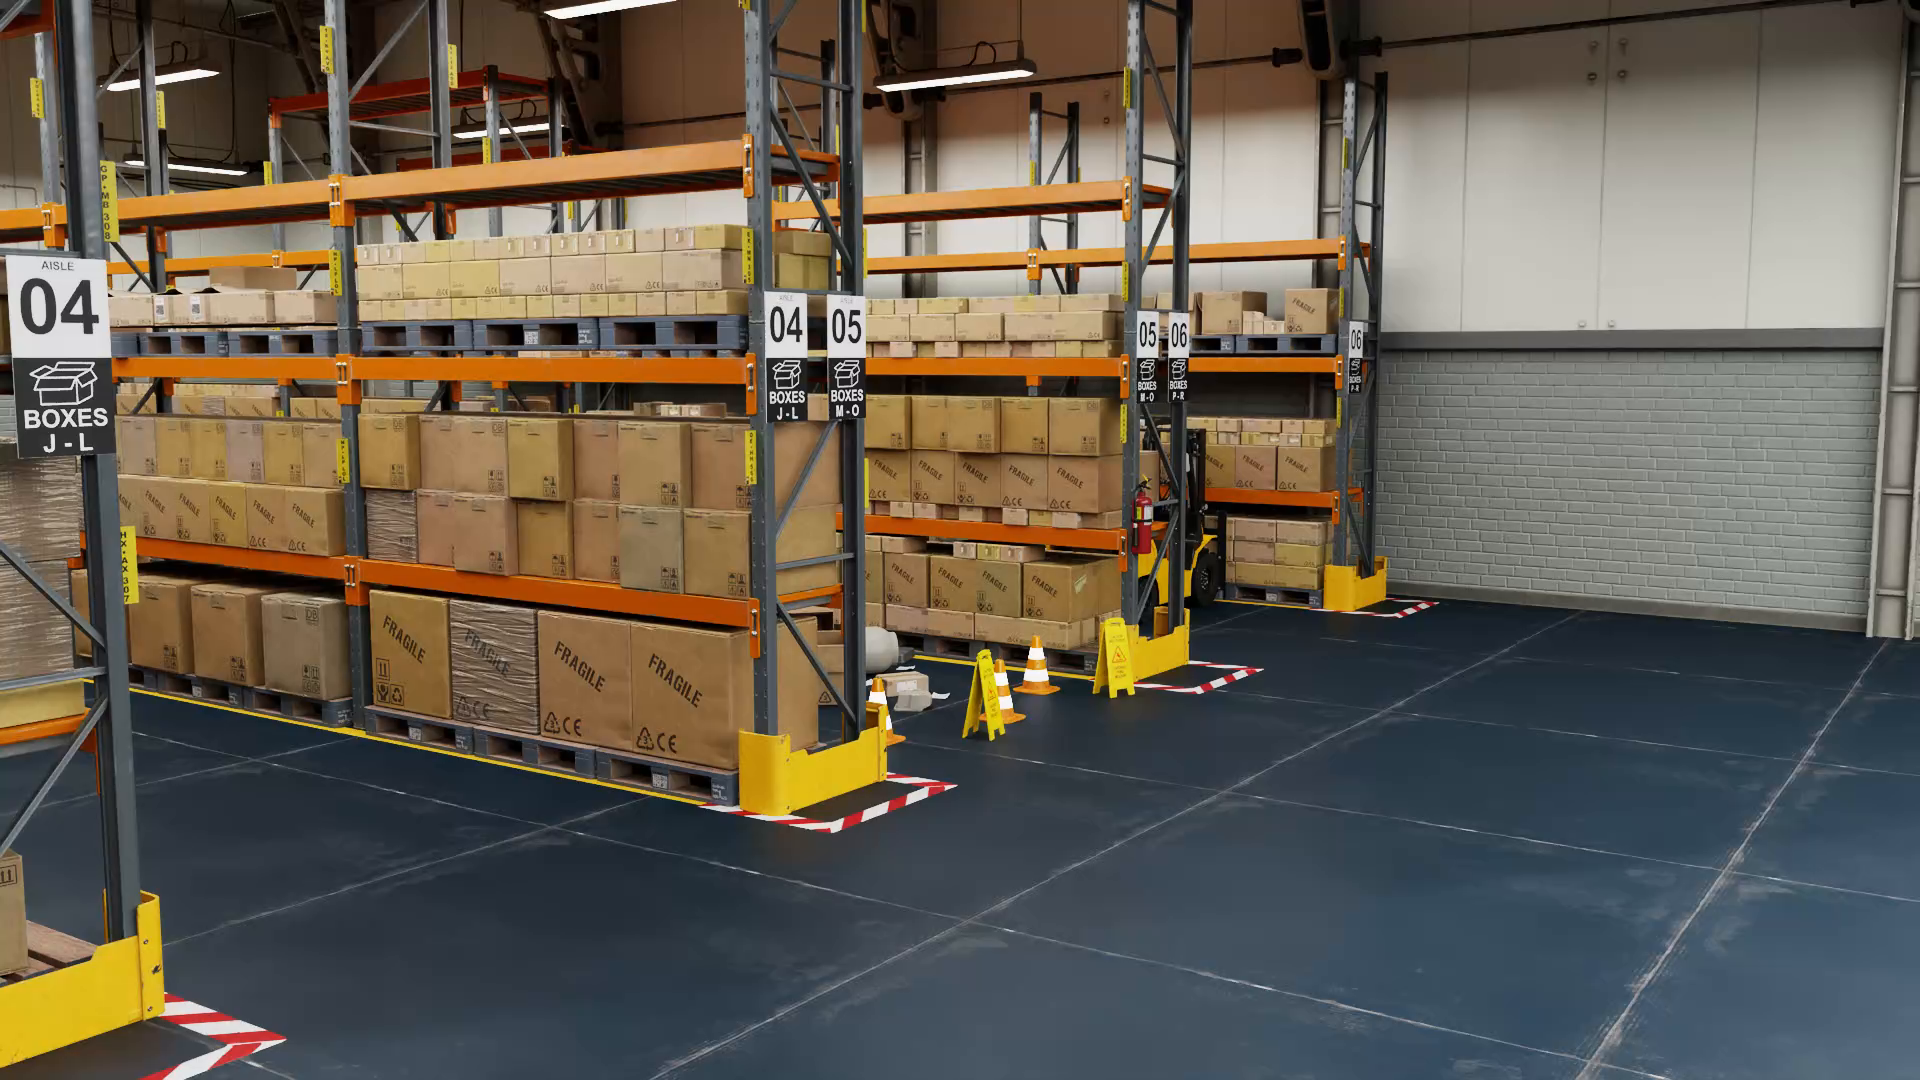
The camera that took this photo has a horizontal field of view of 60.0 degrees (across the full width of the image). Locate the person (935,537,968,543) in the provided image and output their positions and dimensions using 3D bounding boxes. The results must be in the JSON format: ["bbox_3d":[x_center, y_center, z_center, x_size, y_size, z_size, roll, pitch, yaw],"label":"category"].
[{"bbox_3d":[0.010,-0.092,18.288,0.641,1.779,0.573,4,8,34],"label":"person"}]
